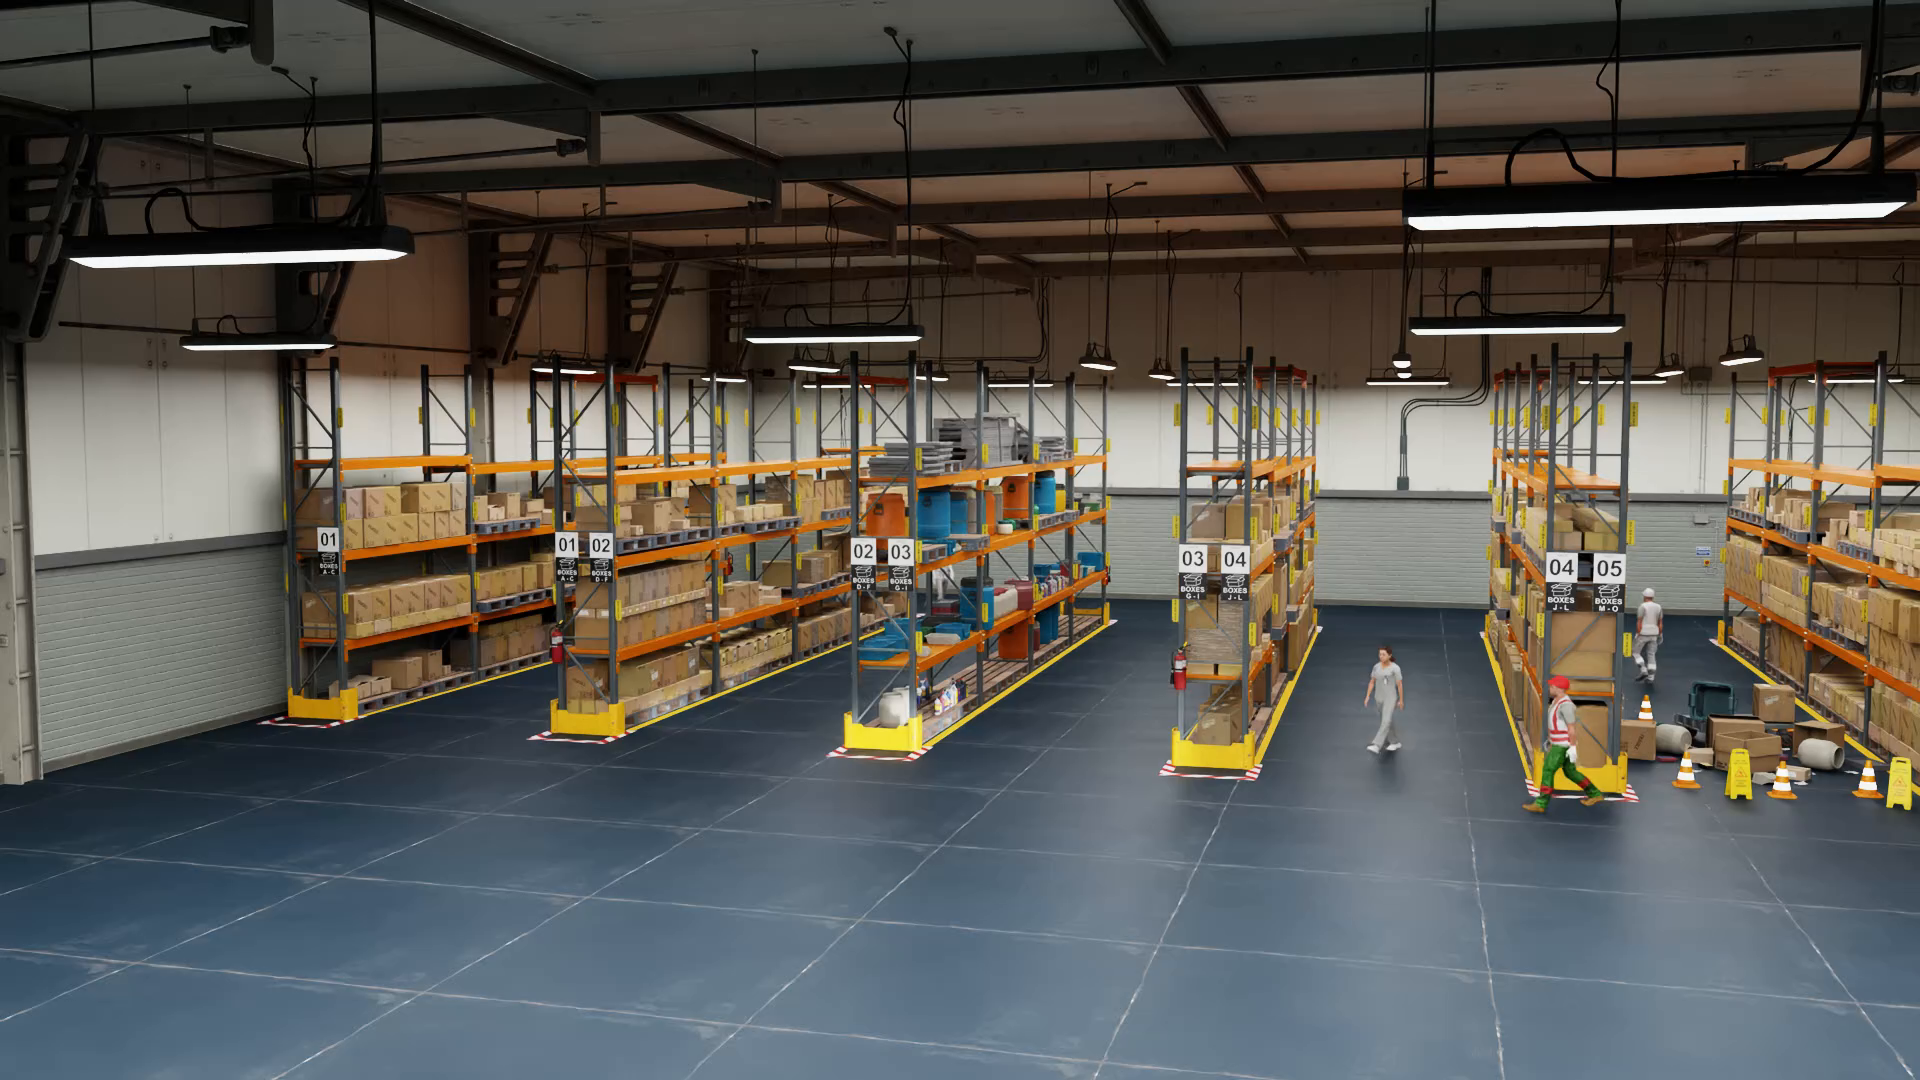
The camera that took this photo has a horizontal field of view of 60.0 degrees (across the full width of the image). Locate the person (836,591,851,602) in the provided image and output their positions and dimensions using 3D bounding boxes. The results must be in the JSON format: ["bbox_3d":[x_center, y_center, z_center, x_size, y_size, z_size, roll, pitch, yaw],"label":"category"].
[{"bbox_3d":[-2.942,1.048,42.763,0.546,1.702,0.529,-1,4,-18],"label":"person"}]

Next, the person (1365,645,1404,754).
[{"bbox_3d":[6.255,2.365,24.645,1.074,1.614,0.466,-3,5,-39],"label":"person"}]

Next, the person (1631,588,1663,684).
[{"bbox_3d":[12.980,1.807,31.354,0.602,1.791,0.467,-1,4,-11],"label":"person"}]

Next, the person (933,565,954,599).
[{"bbox_3d":[-0.433,1.022,42.912,0.511,1.645,0.967,-1,4,-17],"label":"person"}]

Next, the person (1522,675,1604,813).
[{"bbox_3d":[7.654,2.580,21.068,1.046,1.752,0.607,0,4,3],"label":"person"}]
